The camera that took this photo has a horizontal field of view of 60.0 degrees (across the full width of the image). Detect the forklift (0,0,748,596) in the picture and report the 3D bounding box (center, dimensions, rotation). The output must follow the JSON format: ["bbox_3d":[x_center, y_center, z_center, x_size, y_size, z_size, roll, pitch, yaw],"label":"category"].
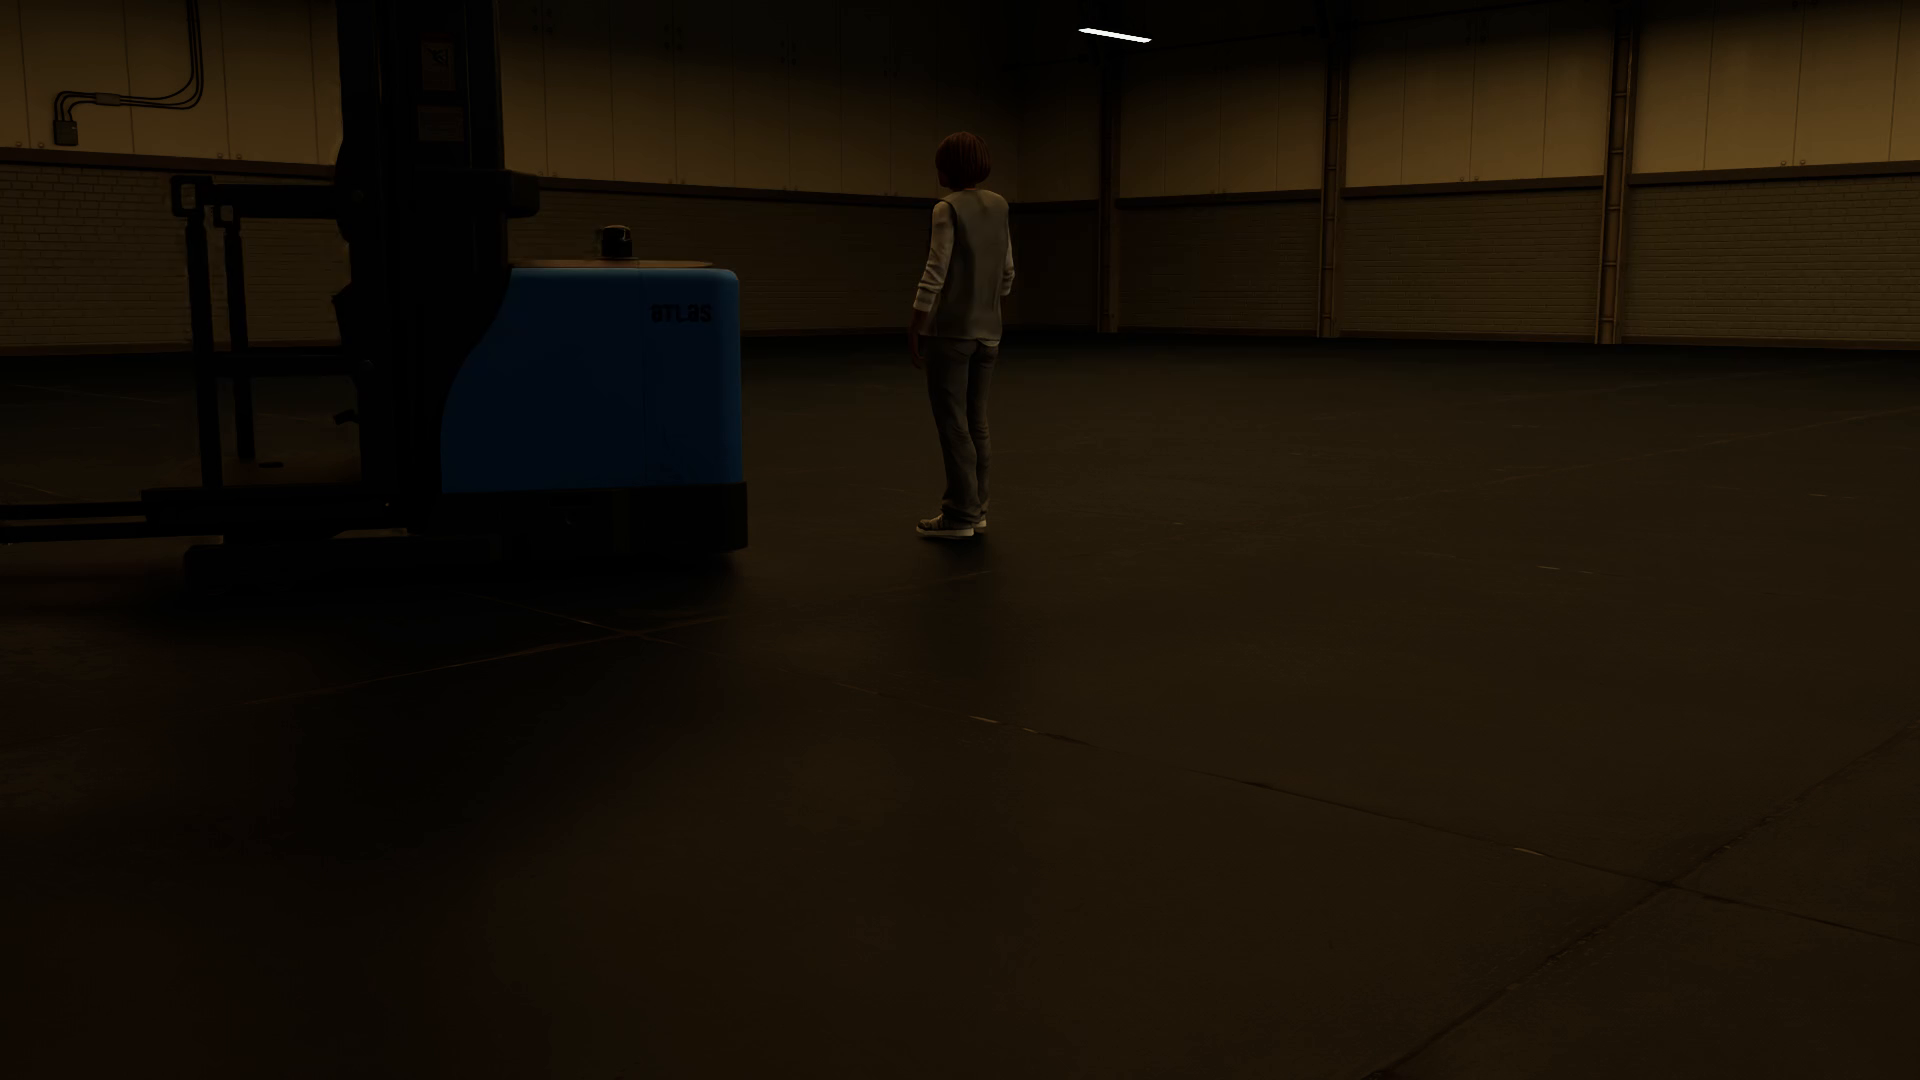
[{"bbox_3d":[-2.352,-1.353,5.857,3.031,2.935,1.130,-3,9,-17],"label":"forklift"}]

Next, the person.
[{"bbox_3d":[-0.044,-0.806,6.659,0.472,1.600,0.520,8,12,43],"label":"person"}]
